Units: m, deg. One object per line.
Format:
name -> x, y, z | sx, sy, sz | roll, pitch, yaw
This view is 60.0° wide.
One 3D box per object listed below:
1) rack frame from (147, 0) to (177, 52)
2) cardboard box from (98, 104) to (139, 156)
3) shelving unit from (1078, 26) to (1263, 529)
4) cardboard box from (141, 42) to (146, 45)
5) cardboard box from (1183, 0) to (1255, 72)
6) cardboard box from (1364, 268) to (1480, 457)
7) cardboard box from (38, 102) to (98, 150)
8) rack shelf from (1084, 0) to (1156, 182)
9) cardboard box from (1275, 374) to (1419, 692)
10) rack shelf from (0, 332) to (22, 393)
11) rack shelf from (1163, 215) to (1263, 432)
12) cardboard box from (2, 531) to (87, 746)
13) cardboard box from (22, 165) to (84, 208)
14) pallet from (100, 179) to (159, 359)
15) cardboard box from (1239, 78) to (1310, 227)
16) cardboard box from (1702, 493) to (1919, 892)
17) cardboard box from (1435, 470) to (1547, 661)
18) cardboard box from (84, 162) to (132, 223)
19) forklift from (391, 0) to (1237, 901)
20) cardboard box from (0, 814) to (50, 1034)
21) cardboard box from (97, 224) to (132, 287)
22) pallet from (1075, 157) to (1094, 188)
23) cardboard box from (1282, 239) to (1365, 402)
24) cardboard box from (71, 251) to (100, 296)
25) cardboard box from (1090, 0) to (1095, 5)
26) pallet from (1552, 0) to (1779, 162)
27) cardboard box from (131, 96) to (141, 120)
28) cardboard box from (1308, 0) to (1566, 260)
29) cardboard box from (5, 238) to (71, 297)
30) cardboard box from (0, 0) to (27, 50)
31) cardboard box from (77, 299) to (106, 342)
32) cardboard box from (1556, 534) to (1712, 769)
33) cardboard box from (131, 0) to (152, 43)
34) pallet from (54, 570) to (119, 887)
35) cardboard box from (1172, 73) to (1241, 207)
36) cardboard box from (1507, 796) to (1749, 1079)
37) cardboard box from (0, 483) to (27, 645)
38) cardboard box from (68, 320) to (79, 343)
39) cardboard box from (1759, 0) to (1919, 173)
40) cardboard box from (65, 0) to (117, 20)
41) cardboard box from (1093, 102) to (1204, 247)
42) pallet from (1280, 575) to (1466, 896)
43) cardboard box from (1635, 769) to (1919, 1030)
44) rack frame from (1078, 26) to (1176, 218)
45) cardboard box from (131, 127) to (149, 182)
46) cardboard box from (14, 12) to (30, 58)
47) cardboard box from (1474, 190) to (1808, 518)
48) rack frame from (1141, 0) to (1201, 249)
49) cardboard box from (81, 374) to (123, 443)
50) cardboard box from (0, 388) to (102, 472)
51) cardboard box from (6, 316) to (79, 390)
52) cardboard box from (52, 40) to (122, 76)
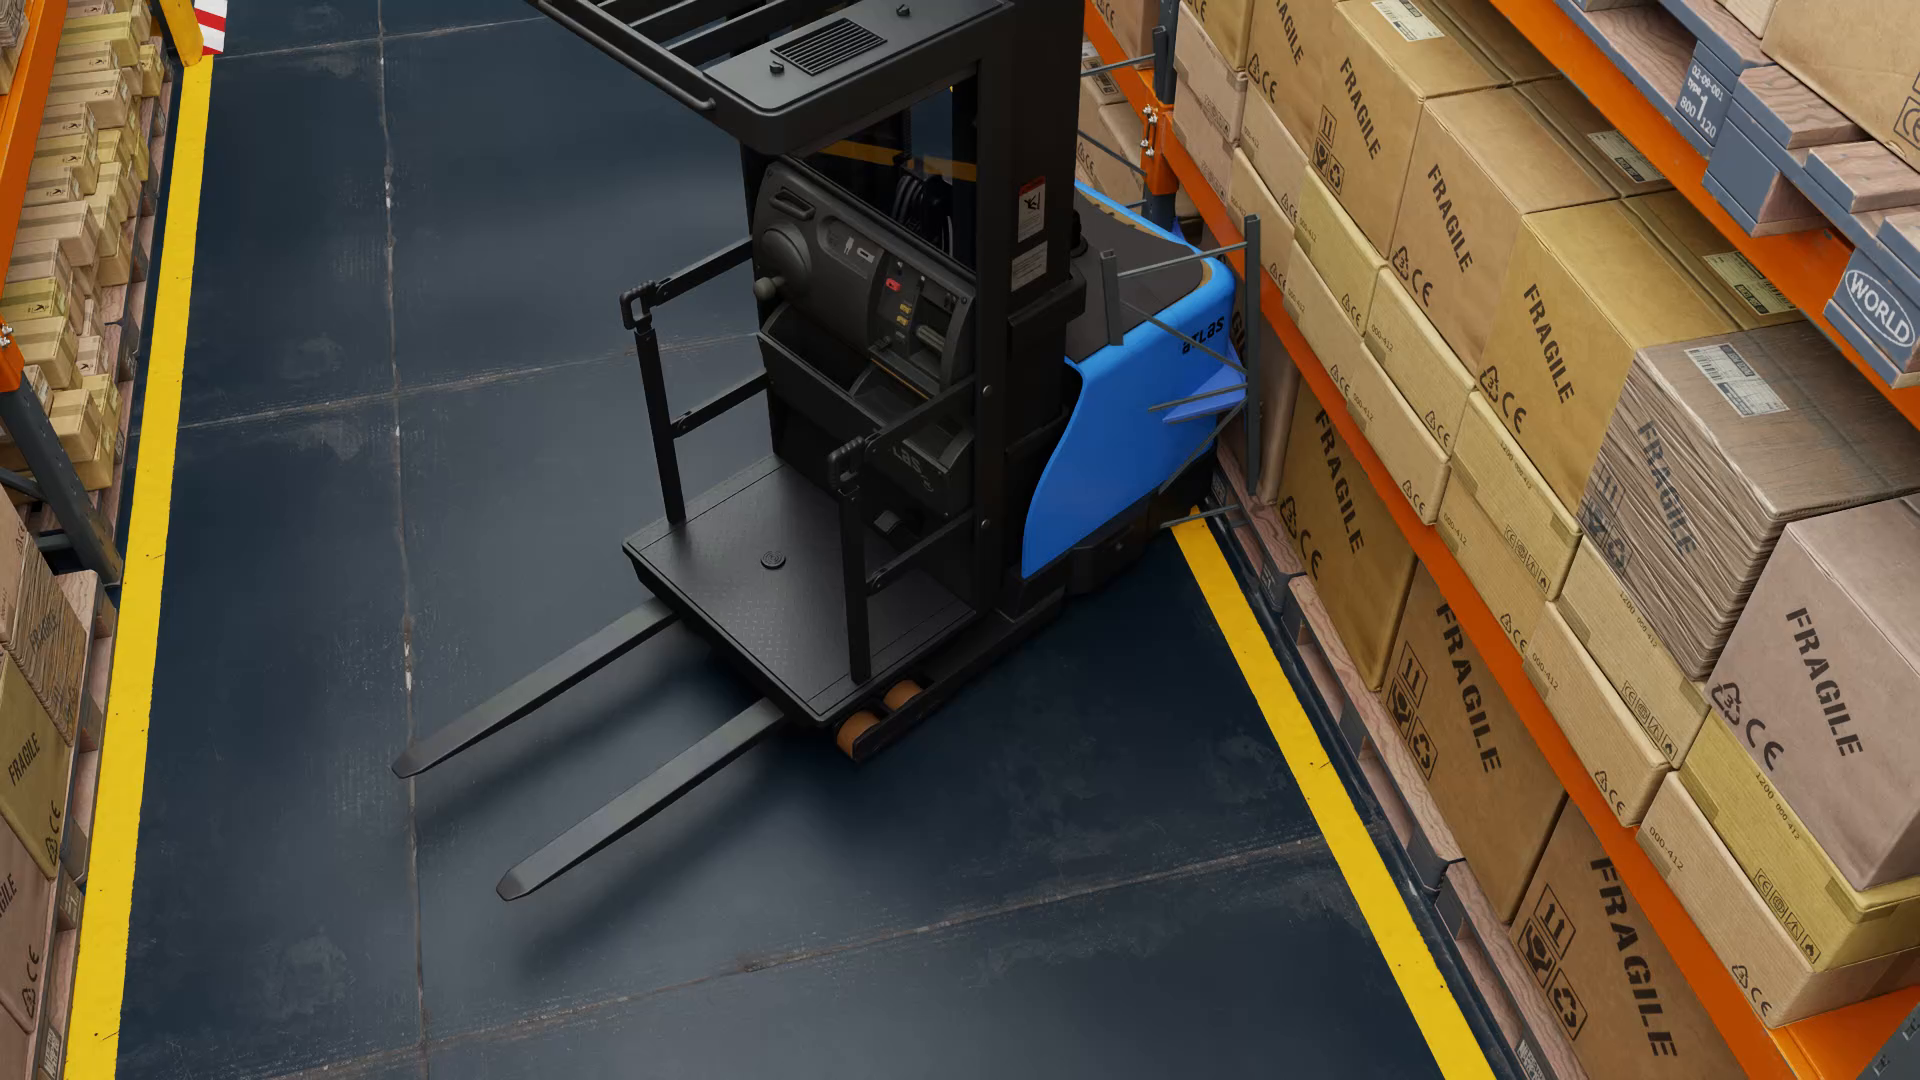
rack frame -> -4.591, -3.593, 7.671 | 1.000, 3.000, 0.127 | -11, 47, -10
cardboard box -> -3.901, -1.820, 7.427 | 0.380, 0.149, 0.250 | -10, 46, -10
shelving unit -> 0.672, -0.859, 5.981 | 0.538, 1.500, 1.048 | -14, 52, -1
cardboard box -> -4.255, -2.417, 8.220 | 0.380, 0.149, 0.250 | -10, 46, -10
cardboard box -> 1.027, -1.835, 5.178 | 0.500, 0.500, 0.500 | -10, 46, -10
cardboard box -> 1.427, -0.516, 4.411 | 0.500, 0.250, 0.500 | -12, 47, -12
cardboard box -> -3.925, -1.724, 7.124 | 0.380, 0.149, 0.250 | -12, 47, -12
rack shelf -> 0.680, -2.935, 7.530 | 1.077, 0.370, 4.000 | -11, 47, -10
cardboard box -> 1.667, -0.174, 5.514 | 0.875, 0.875, 0.875 | -9, 46, -9
rack shelf -> -3.055, 0.801, 3.868 | 1.077, 0.370, 4.000 | -11, 47, -10
rack shelf -> 0.697, -0.750, 6.122 | 0.538, 0.185, 1.000 | -14, 52, -1
cardboard box -> -3.134, 0.362, 5.252 | 0.500, 0.500, 0.500 | -12, 47, -11
cardboard box -> -3.805, -1.370, 6.778 | 0.380, 0.149, 0.250 | -12, 47, -12
pallet -> -4.089, -1.156, 7.235 | 1.003, 0.211, 1.213 | -11, 47, -10
cardboard box -> 1.193, -1.218, 5.099 | 0.500, 0.250, 0.500 | -10, 46, -10
cardboard box -> 1.831, 0.261, 3.123 | 0.500, 0.500, 0.500 | -12, 47, -11
cardboard box -> 1.576, 0.006, 4.249 | 0.500, 0.250, 0.500 | -11, 47, -11
cardboard box -> -3.756, -1.455, 7.069 | 0.380, 0.149, 0.250 | -10, 46, -10
forklift -> -0.460, -0.718, 4.902 | 3.031, 2.935, 1.130 | -34, 54, -29
cardboard box -> -2.876, 1.071, 4.556 | 0.500, 0.500, 0.500 | -12, 47, -11
cardboard box -> -3.721, -1.179, 7.007 | 0.380, 0.149, 0.250 | -12, 47, -11
pallet -> 1.073, -1.369, 7.444 | 1.003, 0.211, 1.213 | -11, 47, -10
cardboard box -> 1.299, -0.688, 4.929 | 0.500, 0.250, 0.500 | -11, 47, -11
cardboard box -> -3.714, -1.094, 6.716 | 0.380, 0.149, 0.250 | -9, 46, -8
cardboard box -> 0.689, -2.469, 6.499 | 0.500, 0.500, 0.500 | -12, 47, -11
pallet -> 1.711, -1.235, 3.392 | 1.003, 0.211, 1.213 | -9, 46, -8
cardboard box -> -4.107, -2.060, 7.870 | 0.380, 0.149, 0.250 | -11, 47, -11
cardboard box -> 1.310, -1.142, 4.499 | 0.500, 0.500, 0.500 | -12, 47, -11
cardboard box -> -3.670, -1.007, 6.422 | 0.380, 0.149, 0.250 | -12, 47, -11
cardboard box -> -3.678, -2.053, 5.883 | 0.500, 0.500, 0.500 | -12, 47, -11
cardboard box -> -3.645, -0.802, 6.638 | 0.380, 0.149, 0.250 | -12, 47, -11
cardboard box -> 1.711, 0.192, 3.717 | 0.500, 0.250, 0.500 | -12, 47, -11
cardboard box -> -4.180, -2.534, 8.127 | 0.380, 0.149, 0.250 | -12, 47, -11
pallet -> -3.367, 0.682, 5.434 | 1.003, 0.211, 1.213 | -11, 47, -10
cardboard box -> 1.049, -1.401, 5.628 | 0.500, 0.250, 0.500 | -12, 47, -11
cardboard box -> 2.119, 1.060, 4.304 | 0.875, 0.875, 0.875 | -11, 47, -11
cardboard box -> -3.132, 0.102, 4.981 | 0.500, 0.250, 0.500 | -12, 47, -11
cardboard box -> -3.600, -0.713, 6.342 | 0.380, 0.149, 0.250 | -11, 47, -11
cardboard box -> 1.779, -0.925, 2.592 | 0.700, 0.500, 0.500 | -13, 47, -12
cardboard box -> -4.202, -2.447, 7.833 | 0.380, 0.149, 0.250 | -10, 46, -10
cardboard box -> 1.135, -1.509, 7.129 | 0.875, 0.438, 0.875 | -11, 47, -11
pallet -> 1.778, 0.533, 5.580 | 1.003, 0.211, 1.213 | -11, 47, -10
cardboard box -> 1.835, 0.706, 3.562 | 0.500, 0.250, 0.500 | -12, 47, -12
rack frame -> 0.567, -1.243, 6.297 | 0.500, 1.500, 0.032 | -14, 52, -1
cardboard box -> -3.905, -1.727, 7.544 | 0.380, 0.149, 0.250 | -13, 47, -12
cardboard box -> -3.708, -1.899, 6.187 | 0.380, 0.149, 0.250 | -9, 46, -9
cardboard box -> 1.571, -0.435, 3.806 | 0.500, 0.500, 0.500 | -11, 47, -10
rack frame -> 1.192, -1.806, 5.920 | 1.000, 3.000, 0.127 | -11, 47, -10
cardboard box -> -3.418, -0.474, 6.317 | 0.380, 0.149, 0.250 | -9, 46, -9
cardboard box -> -3.351, -0.393, 6.029 | 0.380, 0.149, 0.250 | -9, 46, -8
cardboard box -> -3.468, -0.665, 6.087 | 0.380, 0.149, 0.250 | -9, 46, -8
cardboard box -> -4.008, -2.101, 7.494 | 0.380, 0.149, 0.250 | -12, 47, -12
